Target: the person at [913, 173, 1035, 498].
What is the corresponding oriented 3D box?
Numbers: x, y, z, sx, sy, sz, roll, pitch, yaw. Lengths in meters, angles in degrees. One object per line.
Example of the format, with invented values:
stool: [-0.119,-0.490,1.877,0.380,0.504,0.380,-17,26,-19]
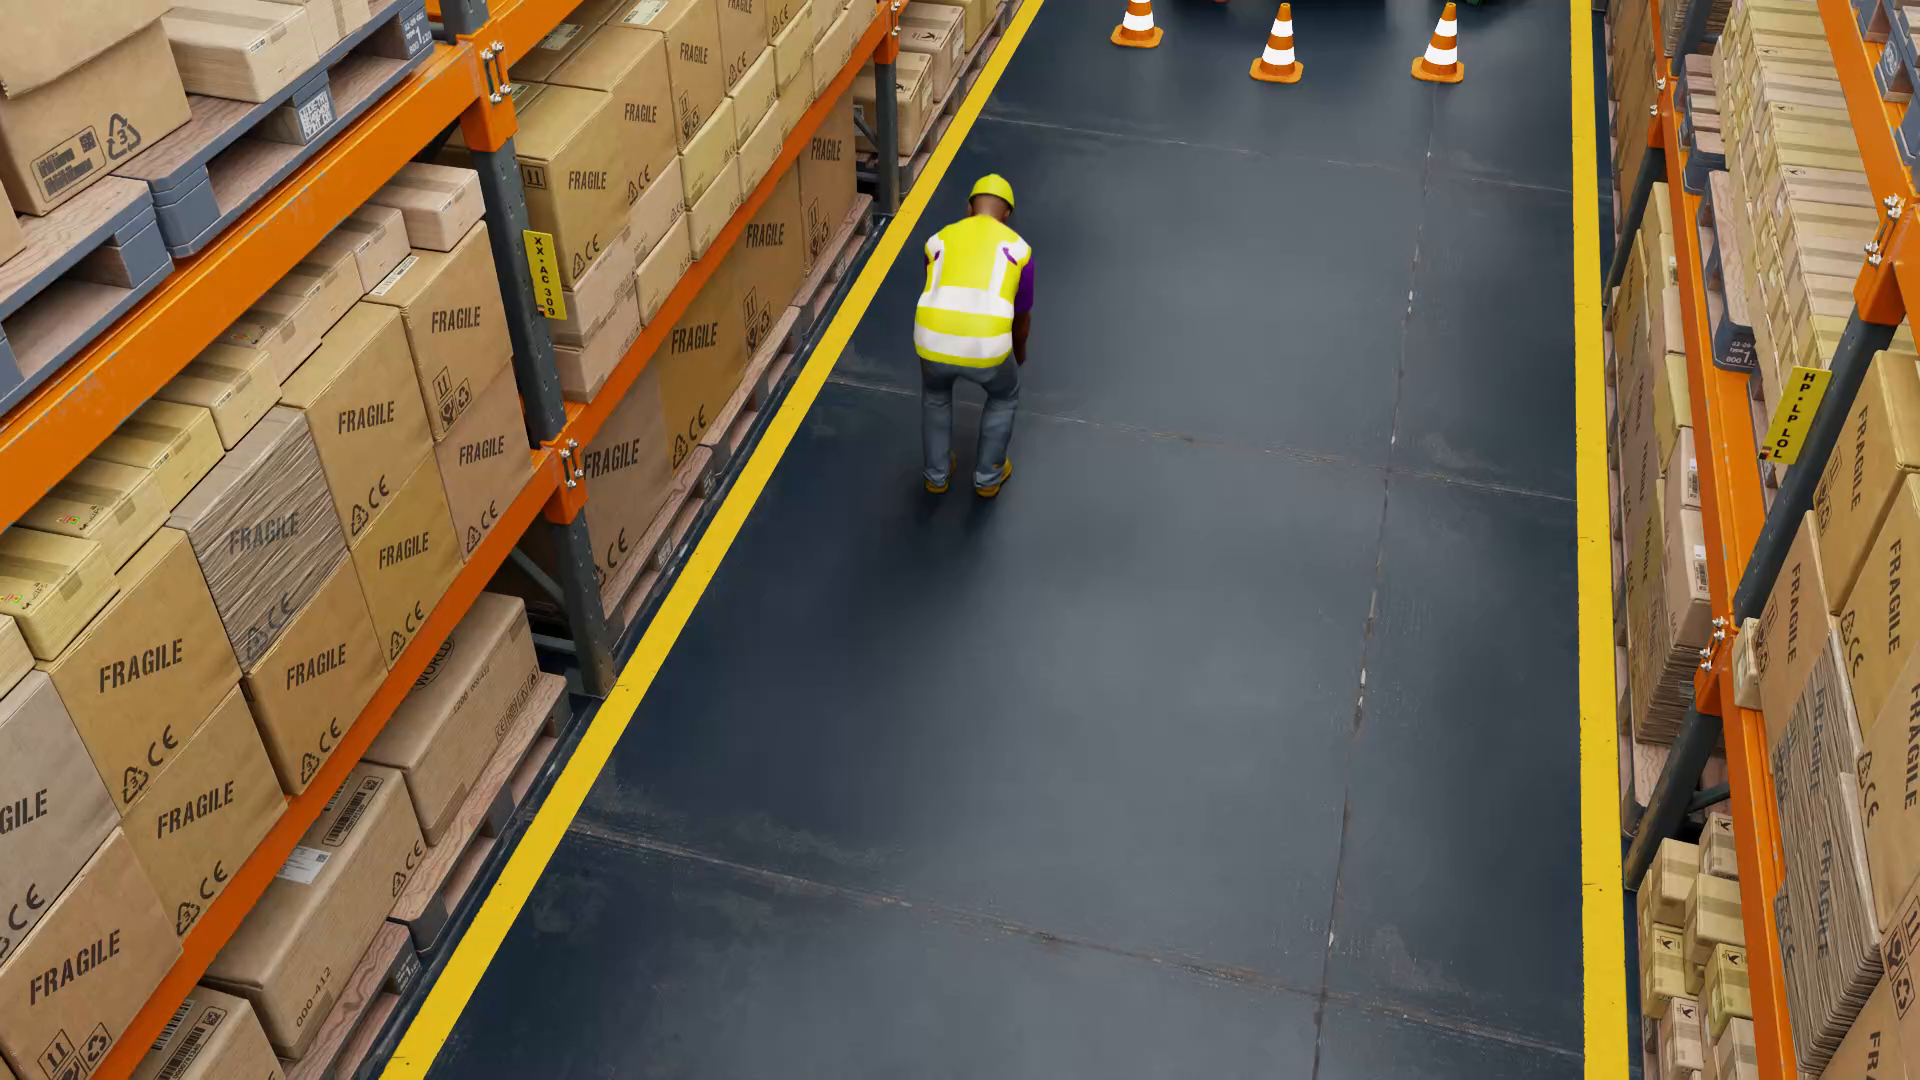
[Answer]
person: [0.065,-0.895,7.524,0.493,1.309,0.924,9,42,10]
